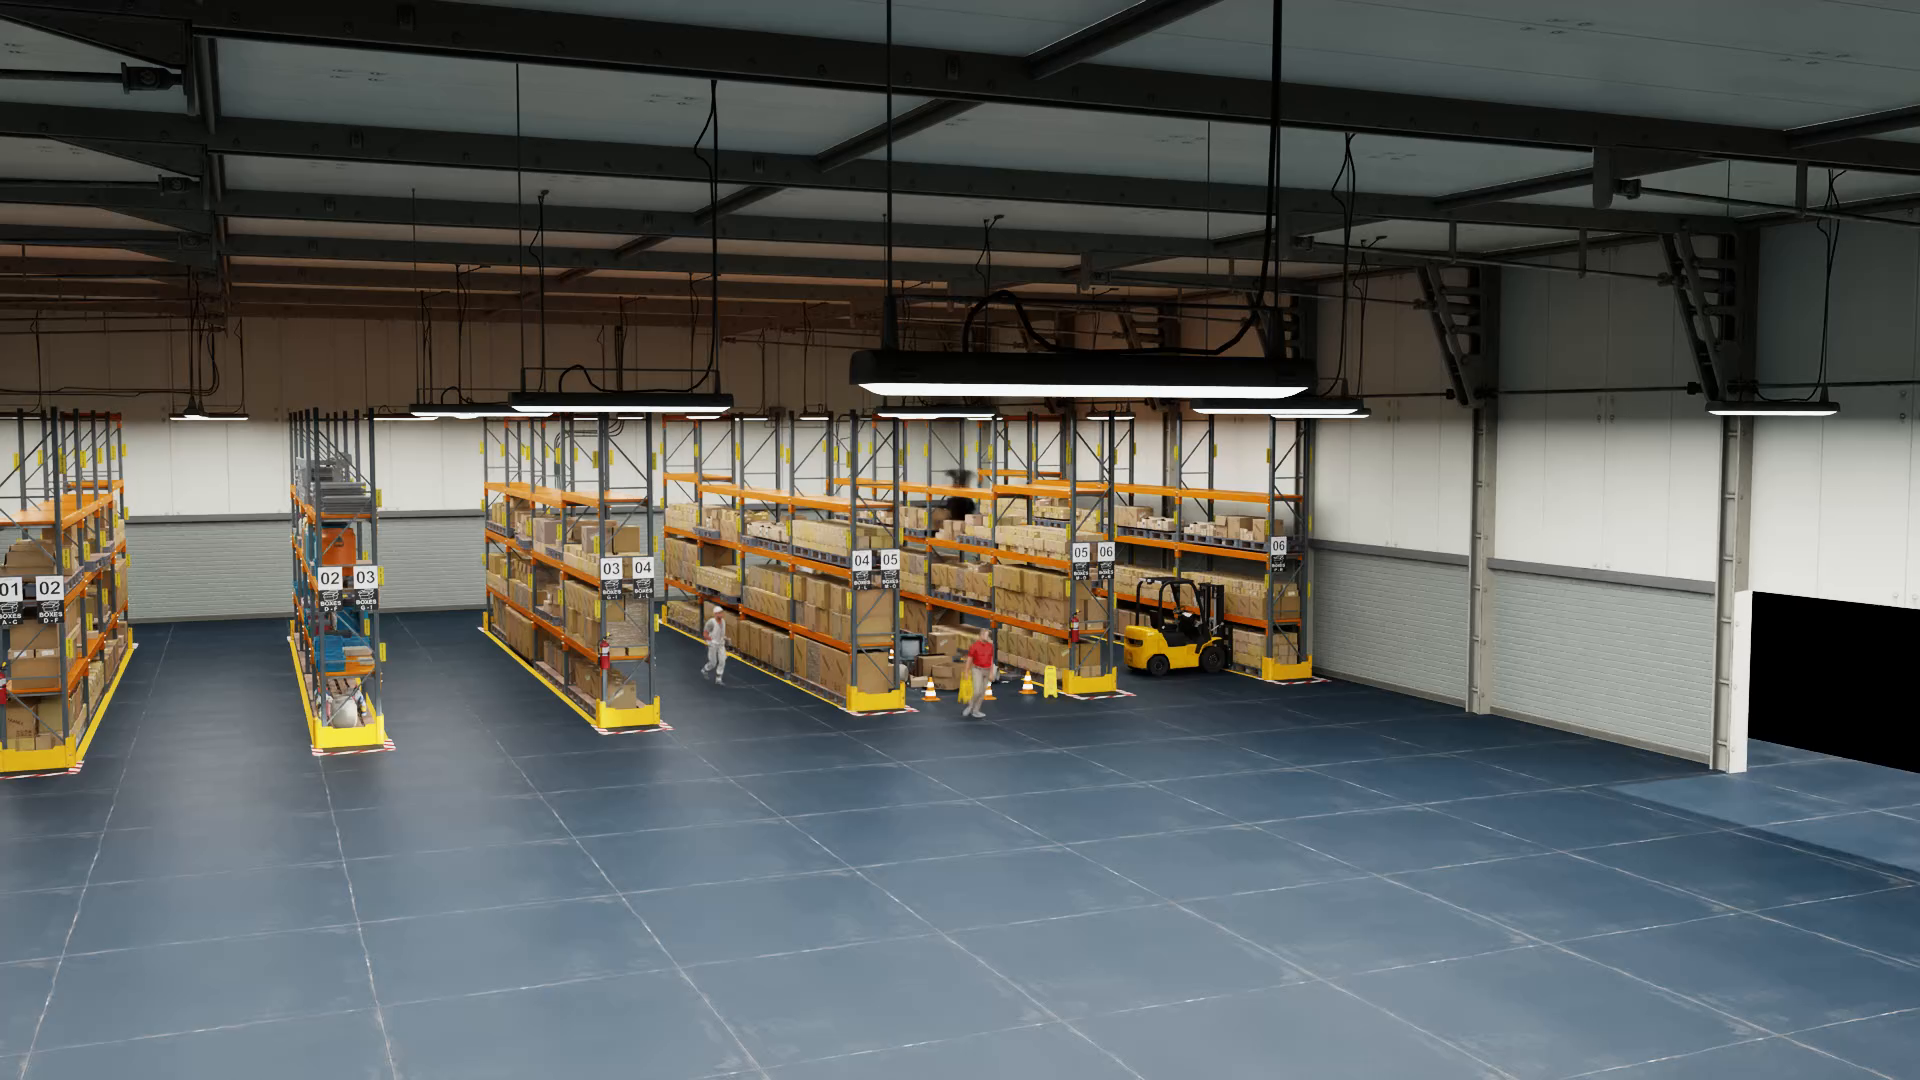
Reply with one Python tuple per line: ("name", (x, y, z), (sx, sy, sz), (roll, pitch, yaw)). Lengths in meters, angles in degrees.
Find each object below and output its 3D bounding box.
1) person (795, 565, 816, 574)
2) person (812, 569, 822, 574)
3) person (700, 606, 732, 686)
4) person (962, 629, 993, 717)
("person", (-4.826, 1.170, 52.979), (0.865, 1.681, 0.759), (1, 4, 10))
("person", (-4.529, 1.156, 53.285), (0.854, 1.645, 0.589), (-4, 5, -43))
("person", (-5.407, 2.306, 36.453), (0.657, 1.738, 0.816), (-4, 5, -42))
("person", (0.374, 2.592, 32.281), (0.637, 1.719, 0.450), (-3, 5, -39))
